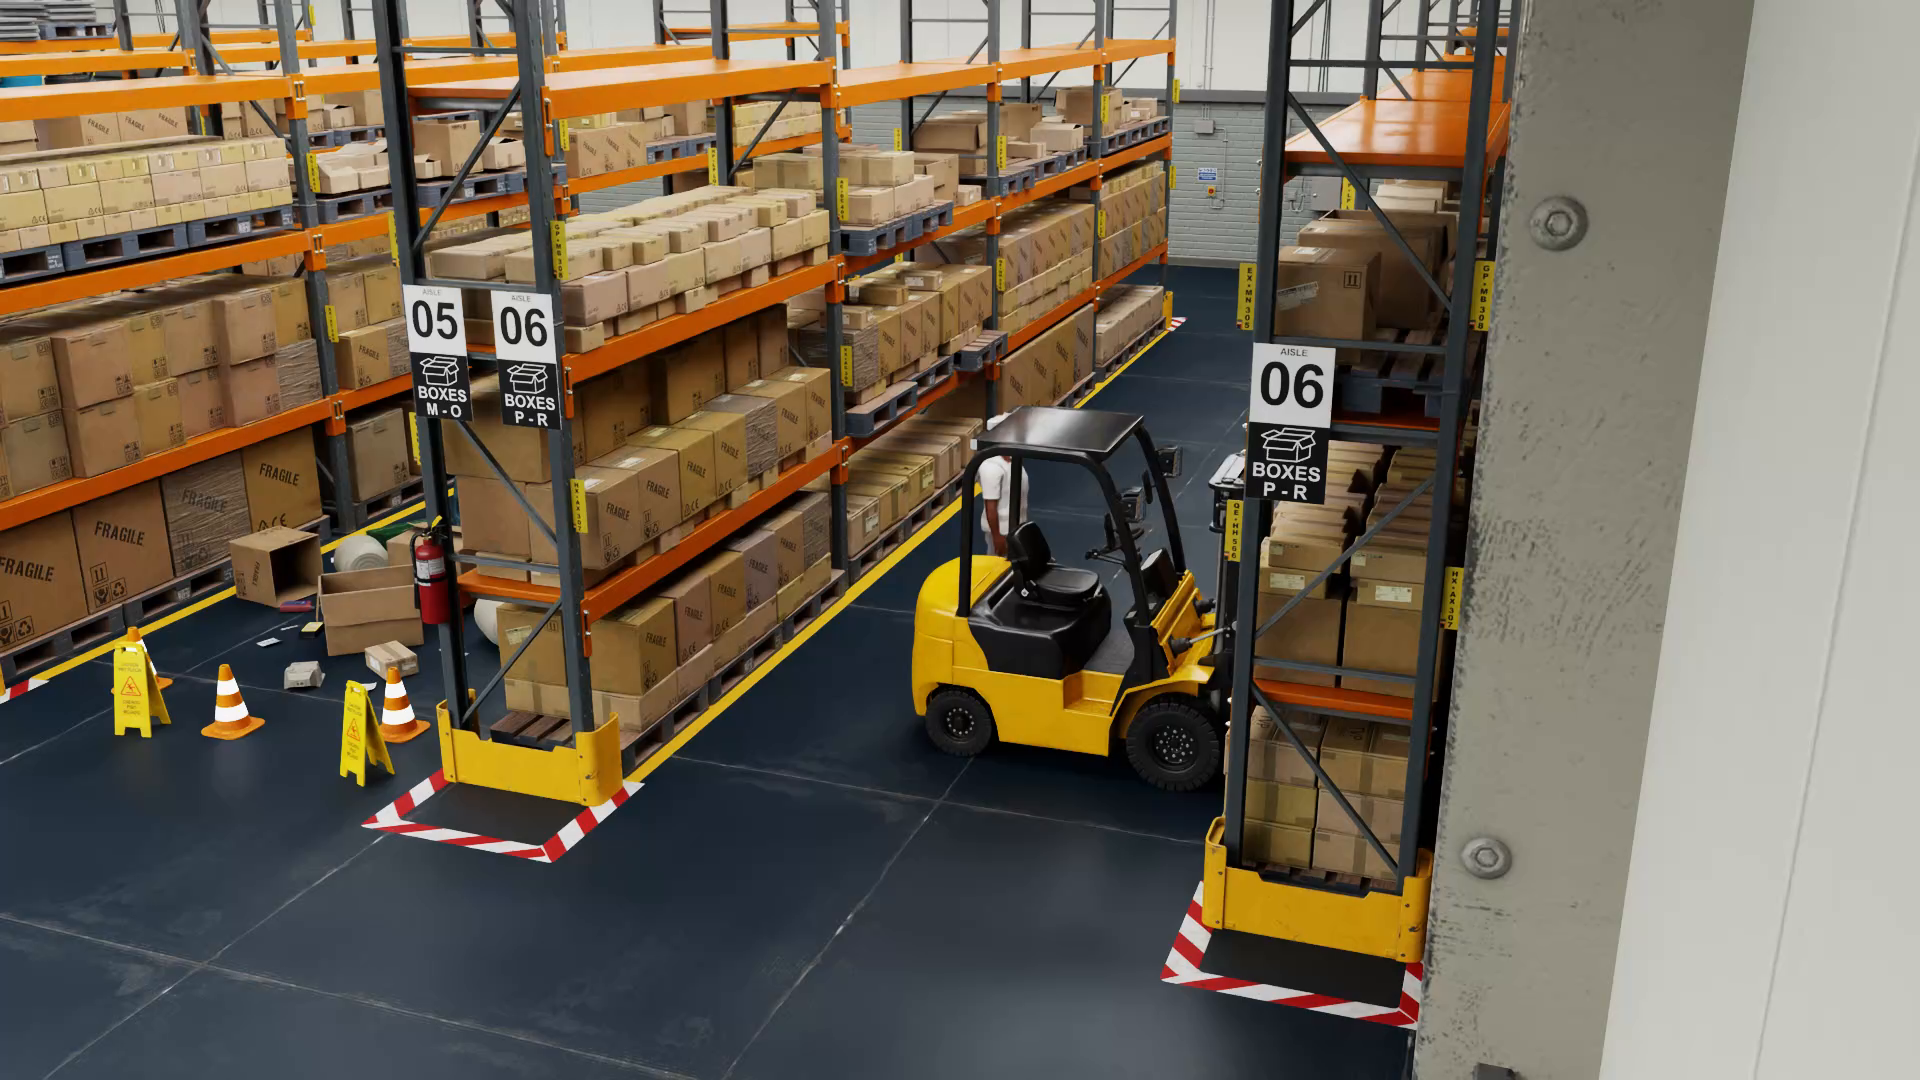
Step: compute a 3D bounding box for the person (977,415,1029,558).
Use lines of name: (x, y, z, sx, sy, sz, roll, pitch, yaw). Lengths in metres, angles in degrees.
person: (0.345, -0.091, 12.773, 0.364, 1.765, 0.562, 7, 20, 19)
